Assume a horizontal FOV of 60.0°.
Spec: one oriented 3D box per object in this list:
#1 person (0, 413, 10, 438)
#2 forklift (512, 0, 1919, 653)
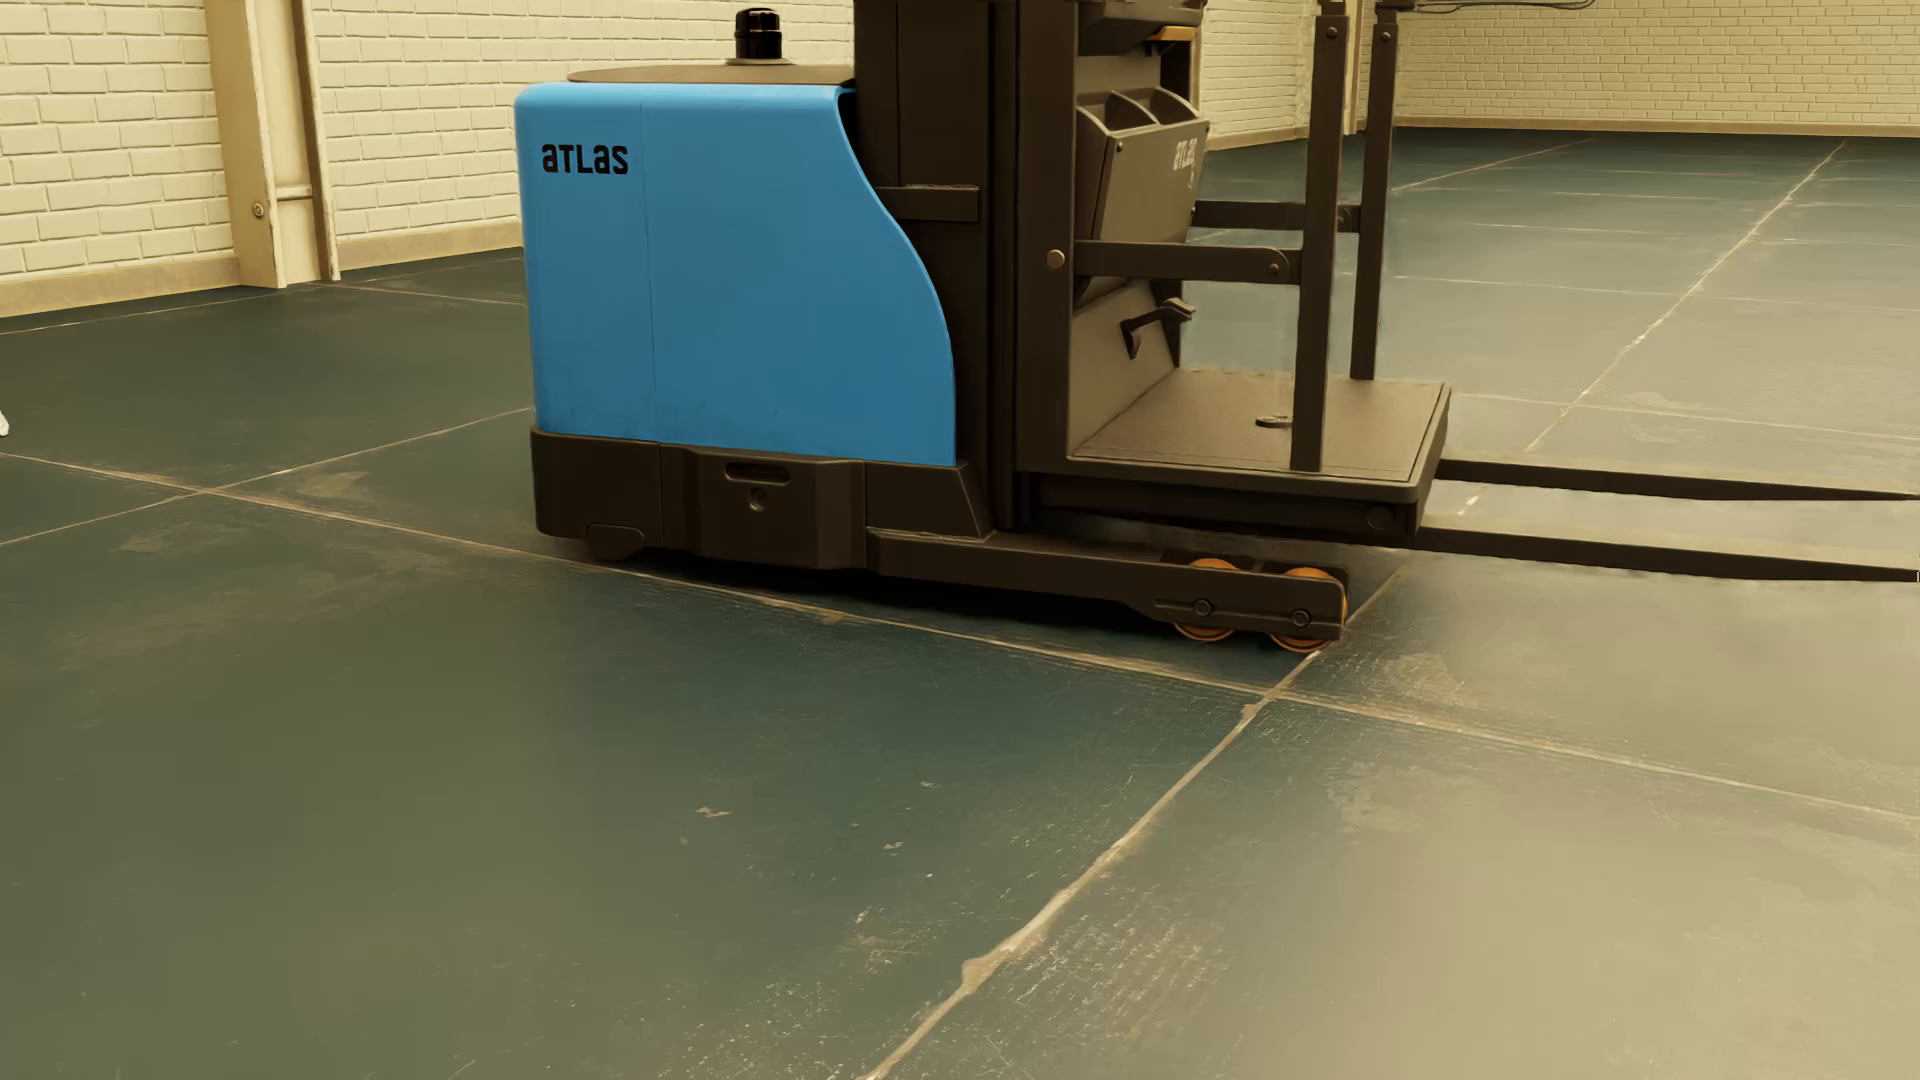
[{"bbox_3d":[-3.155,-1.126,4.732,0.769,1.771,0.501,2,17,7],"label":"person"},{"bbox_3d":[0.583,-1.352,3.442,3.031,2.935,1.130,6,17,18],"label":"forklift"}]
